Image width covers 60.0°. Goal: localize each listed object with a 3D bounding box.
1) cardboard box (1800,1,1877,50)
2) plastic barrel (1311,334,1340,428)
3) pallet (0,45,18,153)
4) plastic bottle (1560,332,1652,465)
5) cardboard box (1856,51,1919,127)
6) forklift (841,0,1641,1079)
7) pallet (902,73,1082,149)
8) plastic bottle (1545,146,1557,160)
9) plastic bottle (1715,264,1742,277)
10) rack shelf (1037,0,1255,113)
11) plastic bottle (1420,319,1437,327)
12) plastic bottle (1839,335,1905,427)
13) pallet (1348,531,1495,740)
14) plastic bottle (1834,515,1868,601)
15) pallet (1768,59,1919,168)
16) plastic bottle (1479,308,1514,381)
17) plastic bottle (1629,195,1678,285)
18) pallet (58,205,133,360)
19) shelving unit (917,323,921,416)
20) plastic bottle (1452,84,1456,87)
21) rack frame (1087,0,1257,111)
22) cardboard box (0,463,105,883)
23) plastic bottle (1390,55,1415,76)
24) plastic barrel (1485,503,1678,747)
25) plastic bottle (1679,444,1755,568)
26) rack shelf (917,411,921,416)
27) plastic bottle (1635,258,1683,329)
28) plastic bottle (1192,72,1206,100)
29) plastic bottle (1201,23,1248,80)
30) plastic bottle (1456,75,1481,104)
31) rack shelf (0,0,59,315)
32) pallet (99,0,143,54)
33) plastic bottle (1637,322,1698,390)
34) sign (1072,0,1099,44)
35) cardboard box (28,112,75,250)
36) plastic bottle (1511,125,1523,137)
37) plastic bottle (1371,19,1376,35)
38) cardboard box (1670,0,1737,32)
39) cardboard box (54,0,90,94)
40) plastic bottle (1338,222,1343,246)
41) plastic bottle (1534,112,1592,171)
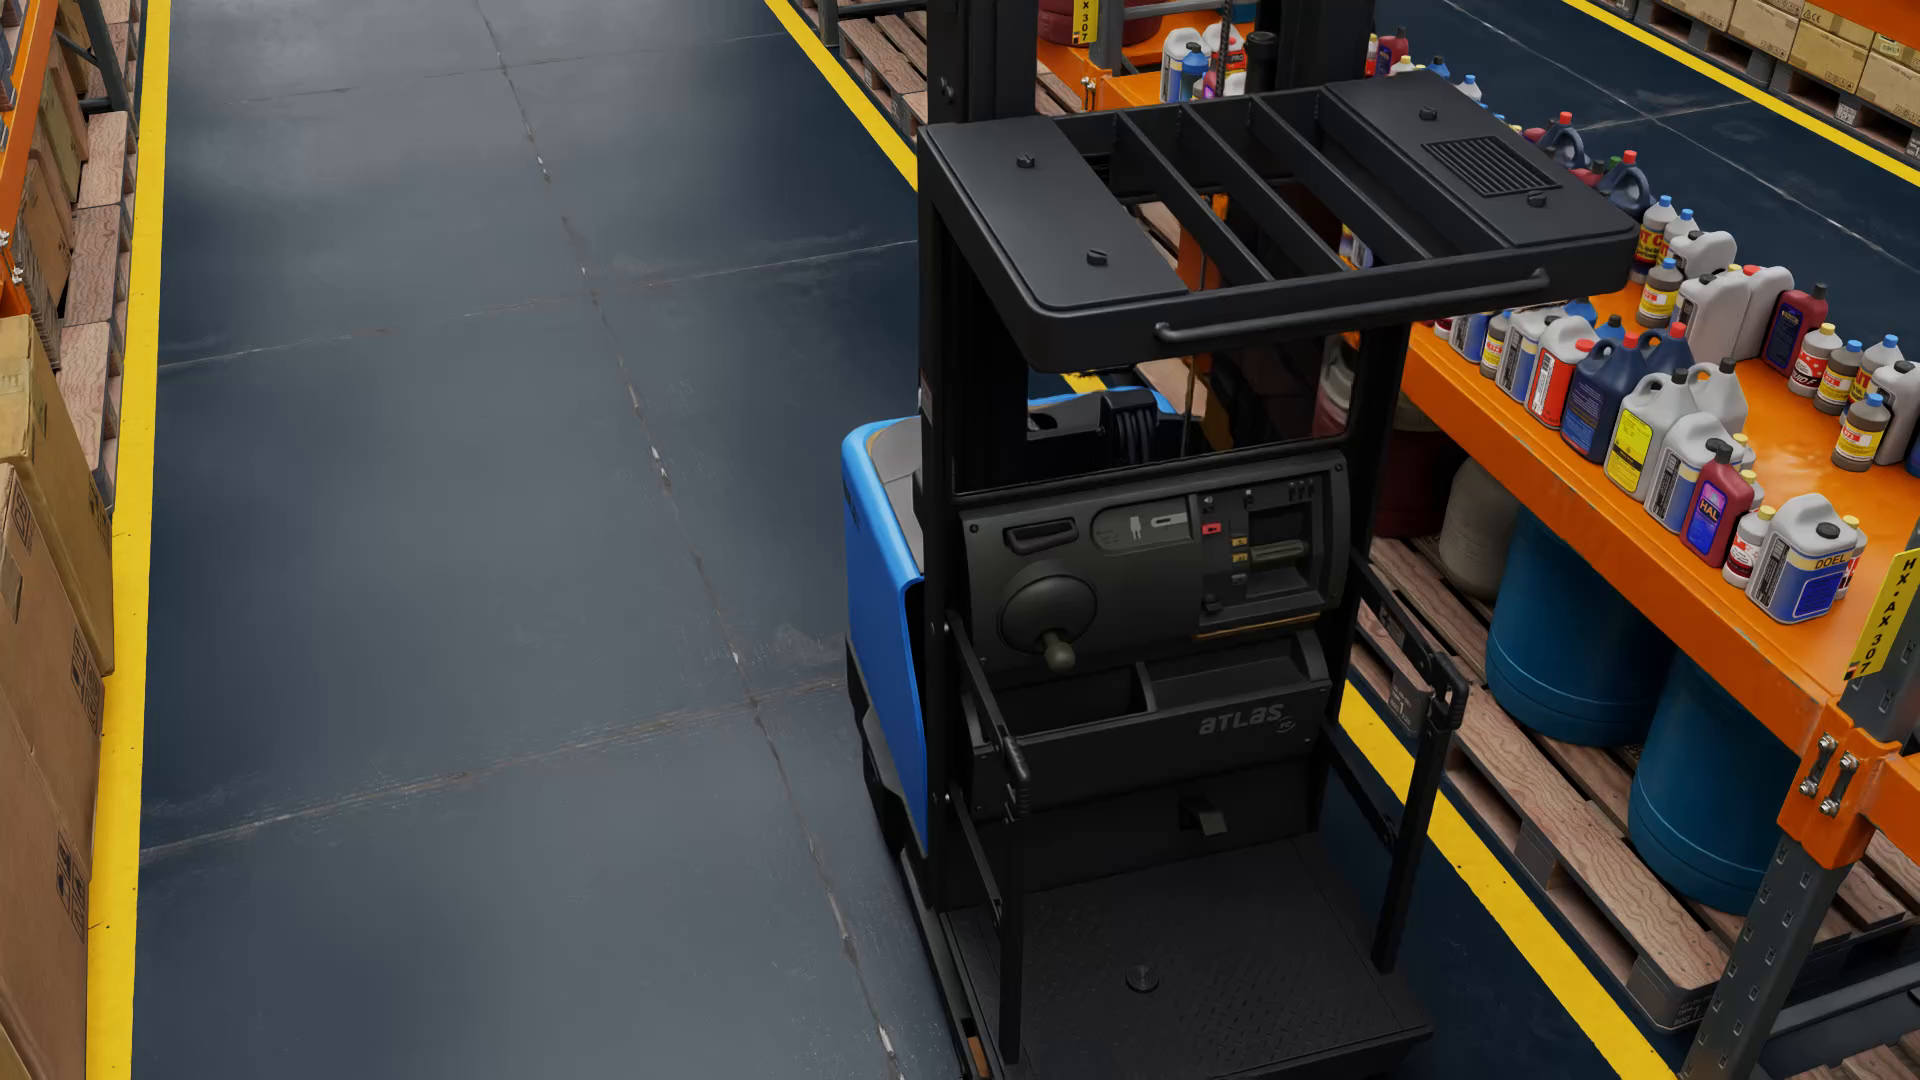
[{"bbox_3d":[5.053,-2.967,9.166,0.500,0.311,0.500,-13,39,-17],"label":"cardboard box"},{"bbox_3d":[1.460,-0.714,6.423,0.421,0.512,0.421,0,37,0],"label":"plastic barrel"},{"bbox_3d":[-3.998,-1.391,5.764,1.213,0.211,1.003,-12,39,-16],"label":"pallet"},{"bbox_3d":[1.687,-0.390,4.315,0.144,0.351,0.185,-12,39,-16],"label":"plastic bottle"},{"bbox_3d":[5.239,-2.453,8.949,0.500,0.250,0.500,-12,39,-15],"label":"cardboard box"},{"bbox_3d":[0.521,0.124,3.650,1.130,2.935,3.031,-10,38,-12],"label":"forklift"},{"bbox_3d":[0.351,-2.133,8.906,1.003,0.211,1.213,-12,39,-16],"label":"pallet"},{"bbox_3d":[1.859,-1.146,5.376,0.061,0.283,0.133,-12,39,-16],"label":"plastic bottle"},{"bbox_3d":[2.240,-0.709,4.863,0.097,0.201,0.097,0,37,0],"label":"plastic bottle"},{"bbox_3d":[0.309,-2.955,8.278,1.077,0.370,4.000,-12,39,-16],"label":"rack shelf"},{"bbox_3d":[1.387,-0.782,4.892,0.061,0.283,0.133,-12,39,-16],"label":"plastic bottle"},{"bbox_3d":[2.432,-0.420,4.422,0.097,0.271,0.097,0,37,0],"label":"plastic bottle"},{"bbox_3d":[1.724,0.126,5.908,1.003,0.211,1.213,-12,39,-16],"label":"pallet"},{"bbox_3d":[2.045,0.034,3.877,0.097,0.201,0.097,0,37,0],"label":"plastic bottle"},{"bbox_3d":[5.403,-2.496,9.388,1.003,0.211,1.213,-12,39,-16],"label":"pallet"},{"bbox_3d":[1.524,-0.557,4.661,0.097,0.201,0.097,0,37,0],"label":"plastic bottle"},{"bbox_3d":[2.126,-0.923,5.089,0.097,0.271,0.097,0,37,0],"label":"plastic bottle"},{"bbox_3d":[-4.337,-1.103,7.540,1.003,0.211,1.213,-12,39,-16],"label":"pallet"},{"bbox_3d":[0.003,-0.355,5.973,0.258,0.900,0.210,-12,39,-16],"label":"shelving unit"},{"bbox_3d":[1.740,-1.529,5.952,0.097,0.201,0.097,0,37,0],"label":"plastic bottle"},{"bbox_3d":[0.997,-2.113,6.562,1.000,3.000,0.127,-12,39,-16],"label":"rack frame"},{"bbox_3d":[-3.136,0.493,4.520,1.225,0.875,0.875,-12,39,-16],"label":"cardboard box"},{"bbox_3d":[1.639,-1.694,6.171,0.097,0.201,0.097,0,37,0],"label":"plastic bottle"},{"bbox_3d":[1.959,0.106,5.011,0.600,0.901,0.708,-12,39,-16],"label":"plastic barrel"},{"bbox_3d":[1.812,-0.084,3.965,0.061,0.283,0.133,-12,39,-16],"label":"plastic bottle"},{"bbox_3d":[0.003,-0.400,5.939,0.258,0.077,0.200,-12,39,-16],"label":"rack shelf"},{"bbox_3d":[2.063,-0.732,4.894,0.097,0.201,0.097,0,37,0],"label":"plastic bottle"},{"bbox_3d":[0.891,-1.596,6.041,0.097,0.201,0.097,0,37,0],"label":"plastic bottle"},{"bbox_3d":[0.986,-1.784,6.228,0.152,0.276,0.135,-12,39,-16],"label":"plastic bottle"},{"bbox_3d":[1.773,-1.502,5.858,0.097,0.271,0.097,0,37,0],"label":"plastic bottle"},{"bbox_3d":[-4.341,-1.930,6.917,1.077,0.370,4.000,-12,39,-16],"label":"rack shelf"},{"bbox_3d":[-5.717,-3.296,10.450,1.003,0.211,1.213,-12,39,-16],"label":"pallet"},{"bbox_3d":[1.822,-0.419,4.355,0.144,0.351,0.185,-12,39,-16],"label":"plastic bottle"},{"bbox_3d":[0.483,-2.060,6.356,0.100,0.325,0.005,-12,39,-16],"label":"sign"},{"bbox_3d":[-4.499,-1.584,7.571,0.700,0.500,0.500,-16,40,-20],"label":"cardboard box"},{"bbox_3d":[1.874,-1.309,5.660,0.097,0.201,0.097,0,37,0],"label":"plastic bottle"},{"bbox_3d":[1.537,-1.926,6.411,0.061,0.283,0.133,-12,39,-16],"label":"plastic bottle"},{"bbox_3d":[4.709,-3.318,10.098,0.500,0.250,0.500,-12,39,-15],"label":"cardboard box"},{"bbox_3d":[-5.130,-2.751,9.137,0.500,0.500,0.500,-14,39,-17],"label":"cardboard box"},{"bbox_3d":[1.198,-1.093,5.305,0.061,0.283,0.133,-12,39,-16],"label":"plastic bottle"},{"bbox_3d":[1.946,-1.209,5.403,0.144,0.351,0.185,-12,39,-16],"label":"plastic bottle"}]
